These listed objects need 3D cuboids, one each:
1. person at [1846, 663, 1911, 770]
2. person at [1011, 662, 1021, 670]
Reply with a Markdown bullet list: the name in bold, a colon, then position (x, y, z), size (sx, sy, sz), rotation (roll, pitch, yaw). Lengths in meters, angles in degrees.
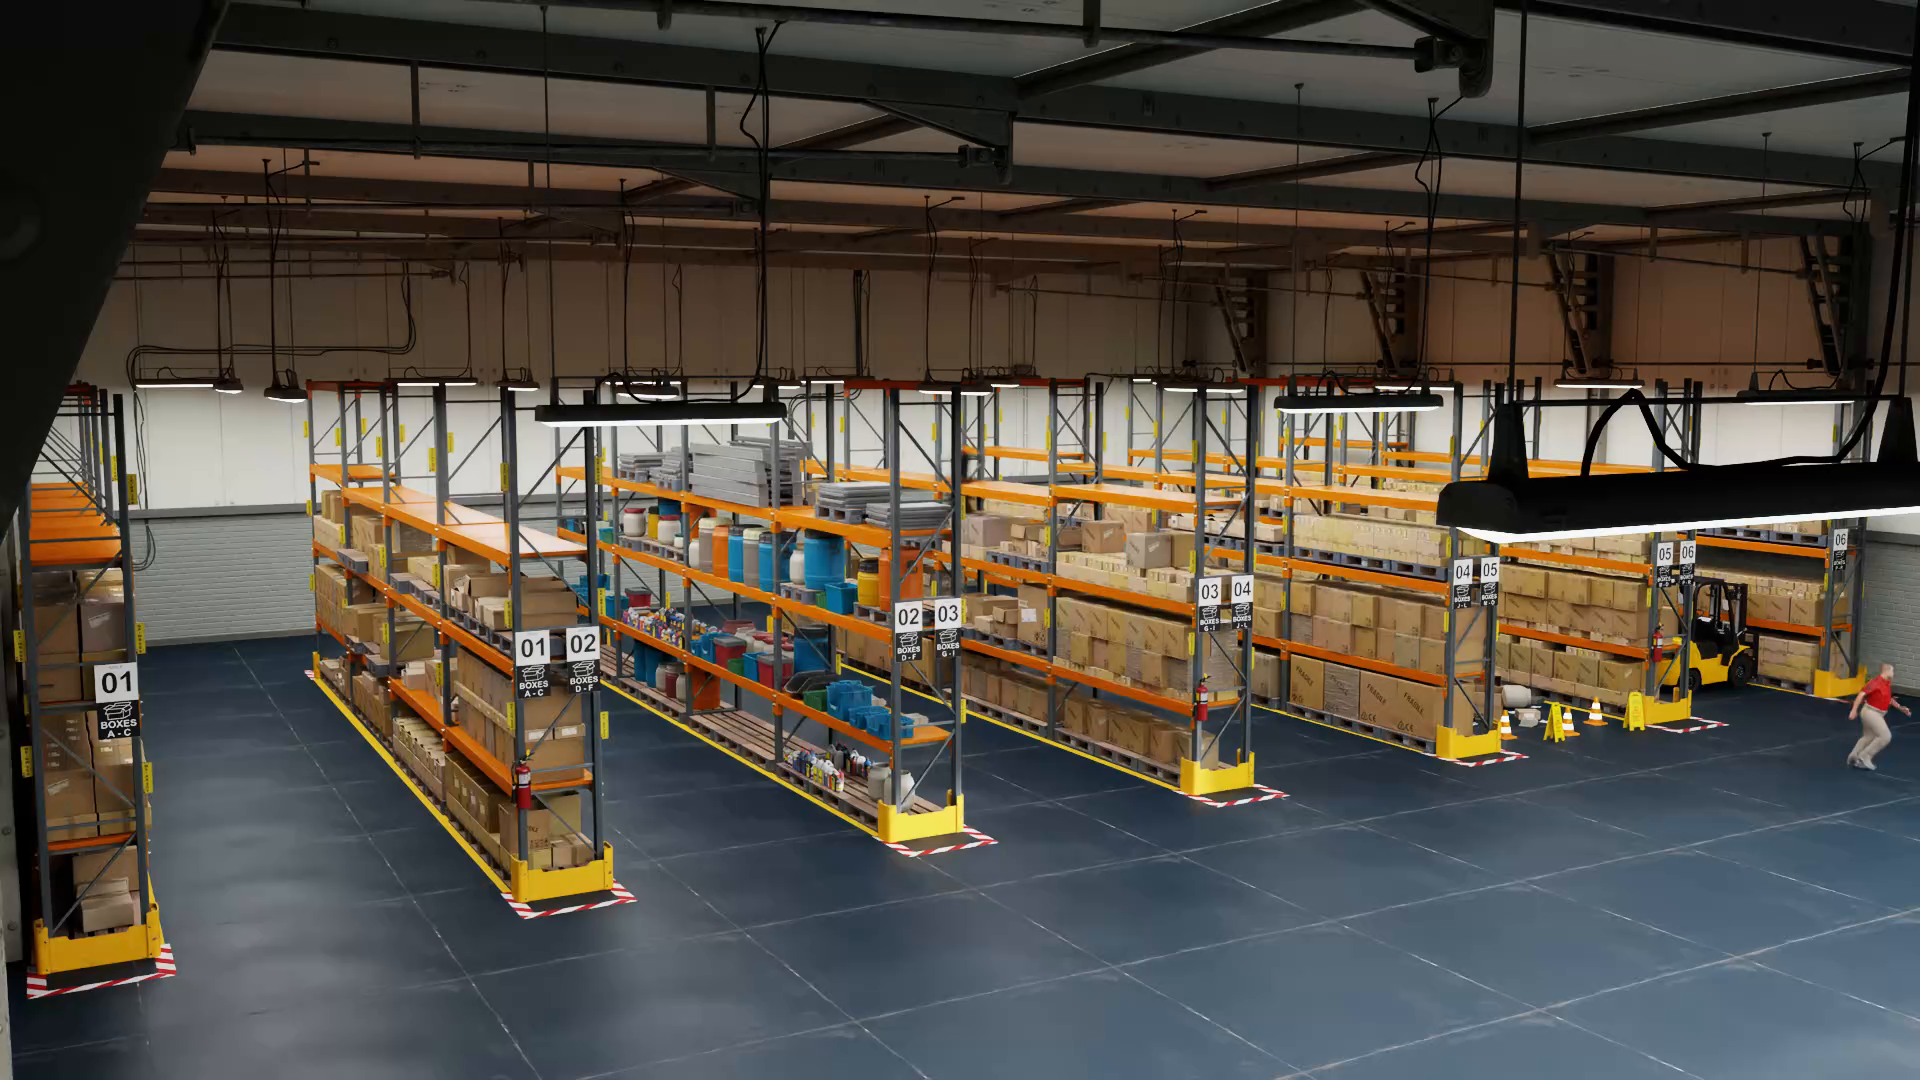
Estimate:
- **person**: position (14.296, 2.736, 25.864), size (0.824, 1.670, 0.651), rotation (5, 8, 37)
- **person**: position (1.095, 1.975, 33.300), size (0.525, 1.592, 0.887), rotation (-4, 7, -35)
